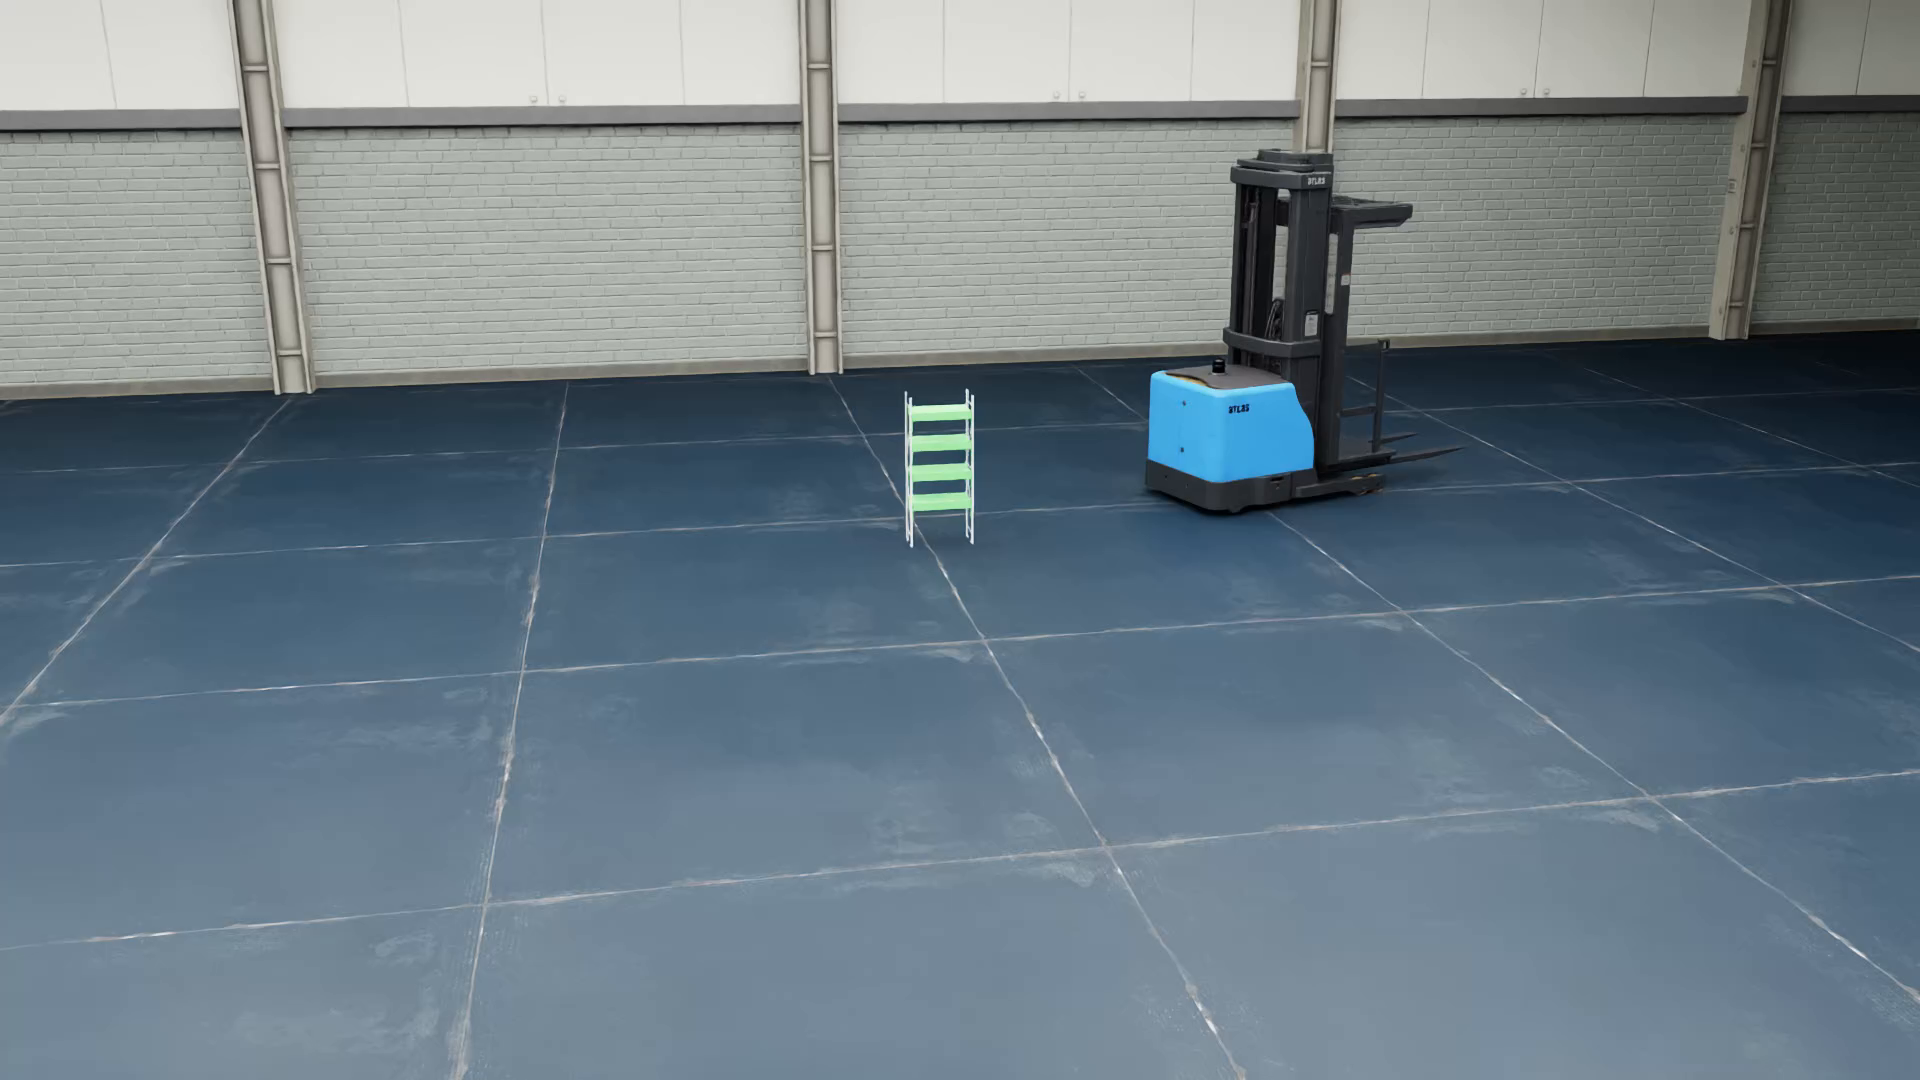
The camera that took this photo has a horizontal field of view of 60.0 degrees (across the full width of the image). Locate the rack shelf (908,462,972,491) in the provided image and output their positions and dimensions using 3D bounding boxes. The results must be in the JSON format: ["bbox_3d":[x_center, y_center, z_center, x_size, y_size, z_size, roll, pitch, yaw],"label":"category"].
[{"bbox_3d":[-0.163,-0.503,13.124,0.480,0.148,0.258,-3,17,-10],"label":"rack shelf"}]

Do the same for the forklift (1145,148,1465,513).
[{"bbox_3d":[3.176,-1.917,14.562,3.031,2.935,1.130,-9,19,-28],"label":"forklift"}]

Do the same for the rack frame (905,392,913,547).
[{"bbox_3d":[-0.402,-0.551,13.061,0.015,1.200,0.240,-3,17,-10],"label":"rack frame"}]

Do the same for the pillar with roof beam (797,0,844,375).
[{"bbox_3d":[-0.792,-5.075,14.509,0.400,9.000,9.100,-3,17,-10],"label":"pillar with roof beam"}]

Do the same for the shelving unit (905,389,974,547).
[{"bbox_3d":[-0.163,-0.564,13.106,0.503,1.200,0.258,-3,17,-10],"label":"shelving unit"}]

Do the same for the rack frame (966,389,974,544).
[{"bbox_3d":[0.077,-0.578,13.150,0.015,1.200,0.240,-3,17,-10],"label":"rack frame"}]

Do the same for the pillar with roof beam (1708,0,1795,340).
[{"bbox_3d":[10.990,-5.744,16.685,0.400,9.000,9.100,-3,17,-10],"label":"pillar with roof beam"}]

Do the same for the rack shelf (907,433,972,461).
[{"bbox_3d":[-0.163,-0.733,13.054,0.480,0.148,0.258,-3,17,-10],"label":"rack shelf"}]

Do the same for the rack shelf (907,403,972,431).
[{"bbox_3d":[-0.163,-0.962,12.983,0.480,0.148,0.258,-3,17,-10],"label":"rack shelf"}]

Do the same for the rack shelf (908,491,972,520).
[{"bbox_3d":[-0.163,-0.274,13.195,0.480,0.148,0.258,-3,17,-10],"label":"rack shelf"}]

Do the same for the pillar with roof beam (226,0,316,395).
[{"bbox_3d":[-6.683,-4.741,13.421,0.400,9.000,9.100,-3,17,-10],"label":"pillar with roof beam"}]

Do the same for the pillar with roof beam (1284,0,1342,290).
[{"bbox_3d":[5.099,-5.409,15.597,0.400,9.000,9.100,-3,17,-10],"label":"pillar with roof beam"}]
